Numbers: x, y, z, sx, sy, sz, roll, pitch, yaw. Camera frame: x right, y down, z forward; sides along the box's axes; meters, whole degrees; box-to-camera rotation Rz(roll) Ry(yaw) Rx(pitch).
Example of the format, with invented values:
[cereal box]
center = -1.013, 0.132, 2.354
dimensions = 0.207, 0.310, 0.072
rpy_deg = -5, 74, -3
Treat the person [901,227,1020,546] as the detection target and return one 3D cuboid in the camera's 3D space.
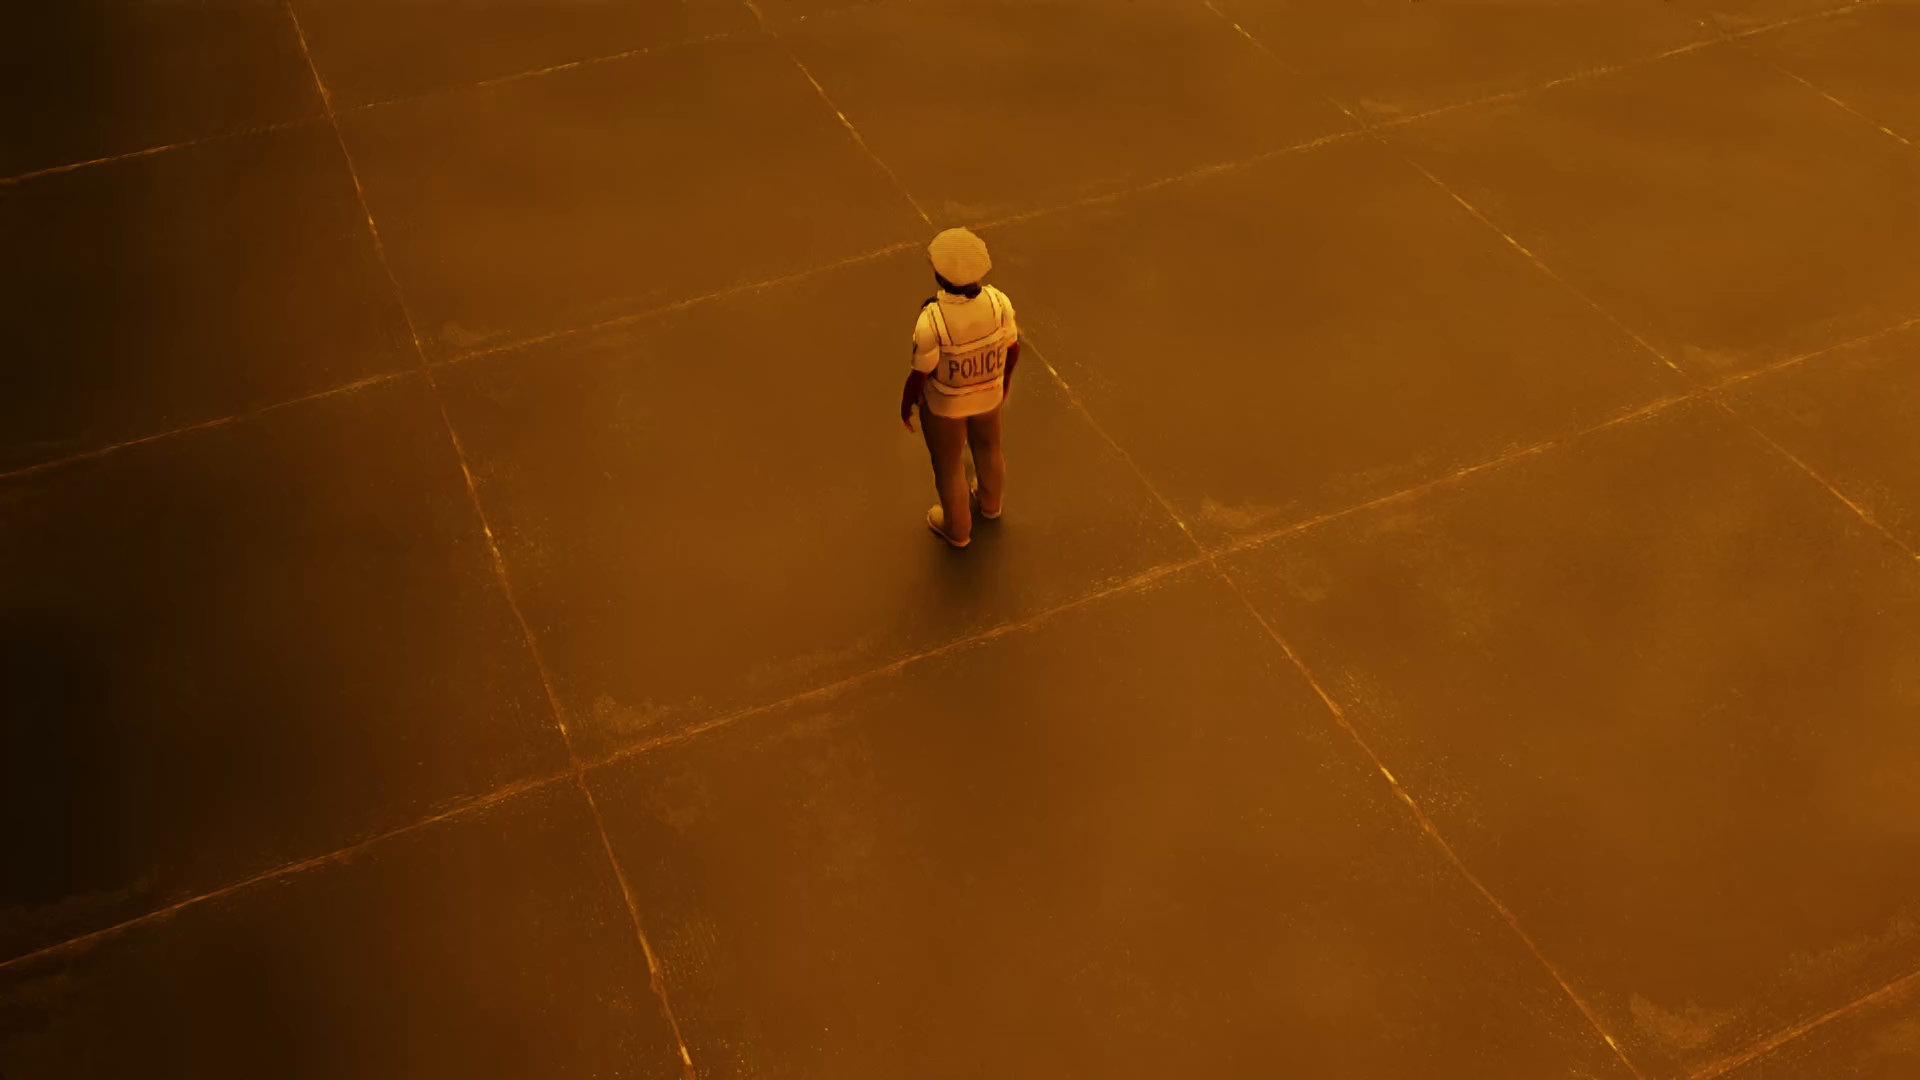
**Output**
[person]
center = -0.014, -0.677, 7.301
dimensions = 0.570, 1.695, 0.529
rpy_deg = -18, 46, -18
